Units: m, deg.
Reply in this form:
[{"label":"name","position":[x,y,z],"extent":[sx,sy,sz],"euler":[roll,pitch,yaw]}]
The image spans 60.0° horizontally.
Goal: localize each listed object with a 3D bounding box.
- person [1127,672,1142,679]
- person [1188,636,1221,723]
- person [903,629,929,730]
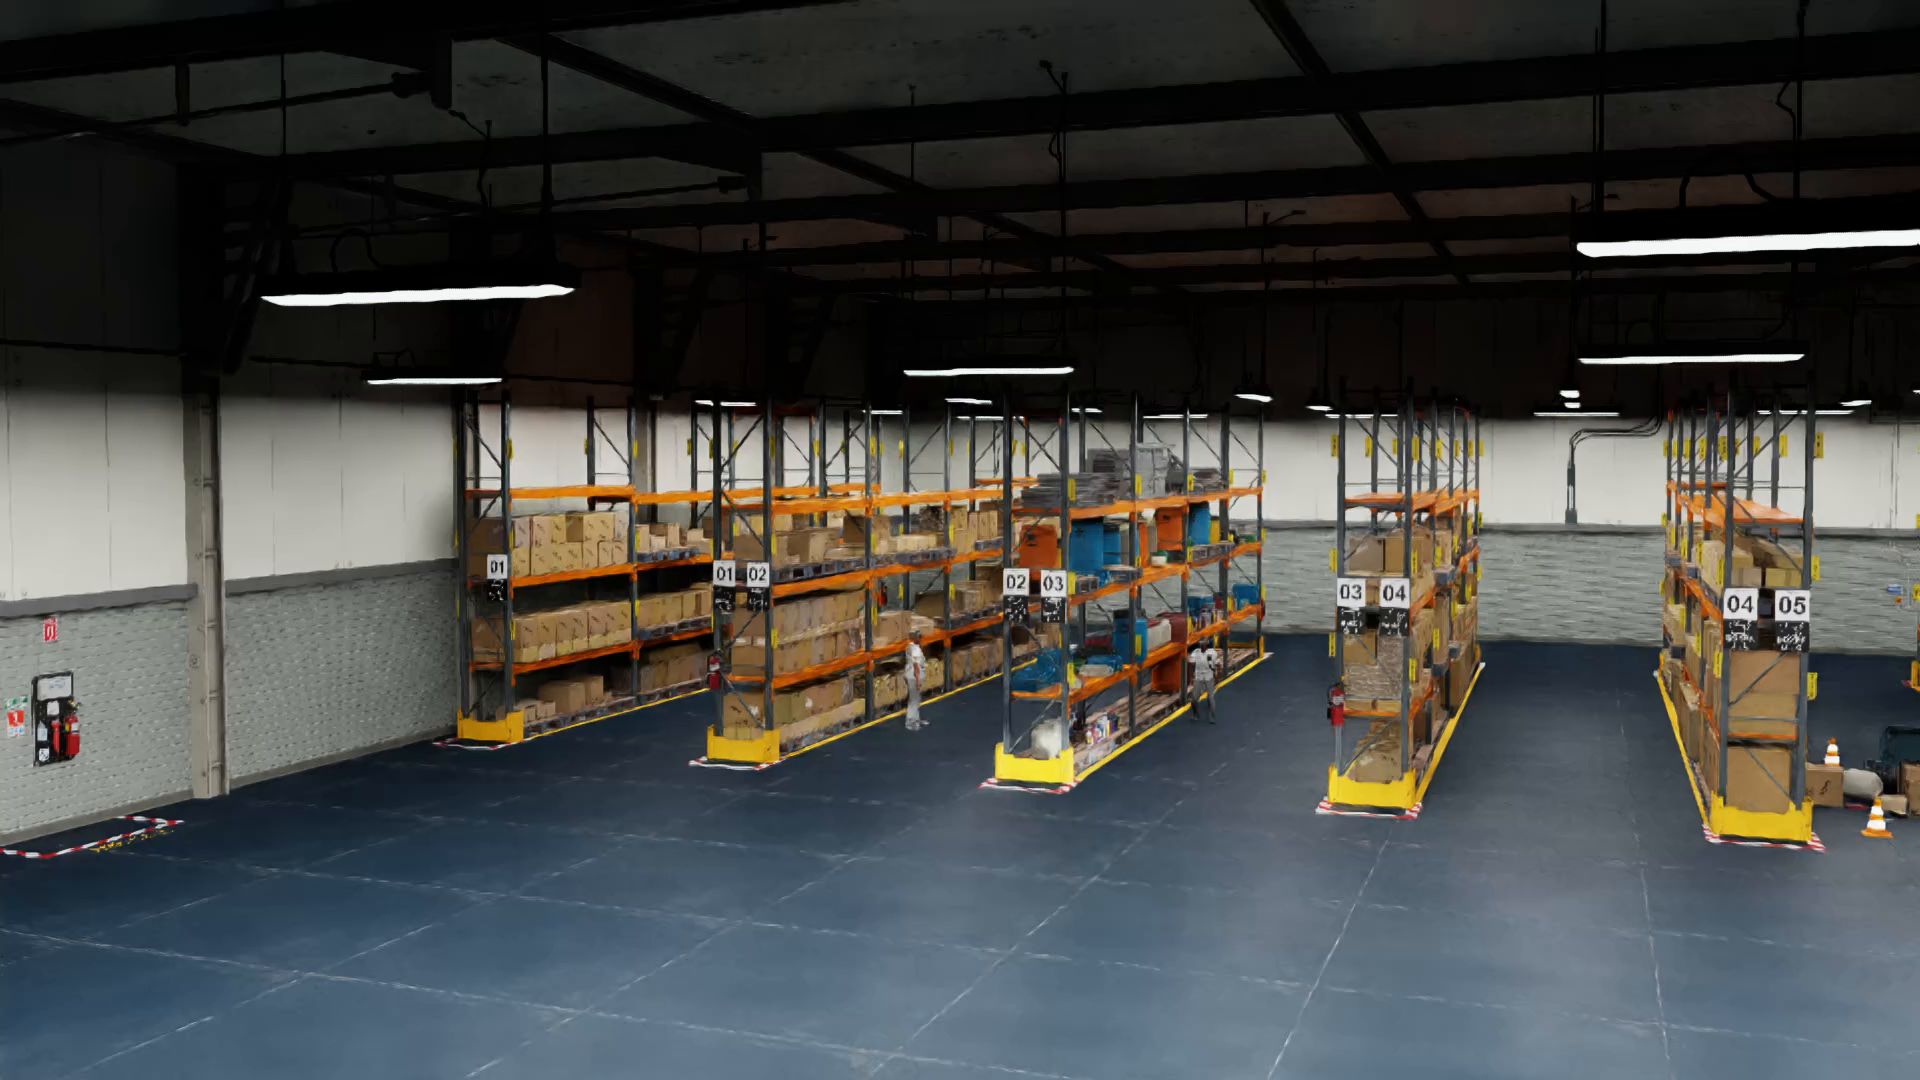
[{"label":"person","position":[3.785,2.133,36.201],"extent":[0.561,1.726,0.635],"euler":[2,4,37]},{"label":"person","position":[4.447,2.528,30.269],"extent":[0.592,1.630,0.531],"euler":[1,3,18]},{"label":"person","position":[-0.777,2.475,29.731],"extent":[0.476,1.759,0.593],"euler":[-1,3,-11]}]
